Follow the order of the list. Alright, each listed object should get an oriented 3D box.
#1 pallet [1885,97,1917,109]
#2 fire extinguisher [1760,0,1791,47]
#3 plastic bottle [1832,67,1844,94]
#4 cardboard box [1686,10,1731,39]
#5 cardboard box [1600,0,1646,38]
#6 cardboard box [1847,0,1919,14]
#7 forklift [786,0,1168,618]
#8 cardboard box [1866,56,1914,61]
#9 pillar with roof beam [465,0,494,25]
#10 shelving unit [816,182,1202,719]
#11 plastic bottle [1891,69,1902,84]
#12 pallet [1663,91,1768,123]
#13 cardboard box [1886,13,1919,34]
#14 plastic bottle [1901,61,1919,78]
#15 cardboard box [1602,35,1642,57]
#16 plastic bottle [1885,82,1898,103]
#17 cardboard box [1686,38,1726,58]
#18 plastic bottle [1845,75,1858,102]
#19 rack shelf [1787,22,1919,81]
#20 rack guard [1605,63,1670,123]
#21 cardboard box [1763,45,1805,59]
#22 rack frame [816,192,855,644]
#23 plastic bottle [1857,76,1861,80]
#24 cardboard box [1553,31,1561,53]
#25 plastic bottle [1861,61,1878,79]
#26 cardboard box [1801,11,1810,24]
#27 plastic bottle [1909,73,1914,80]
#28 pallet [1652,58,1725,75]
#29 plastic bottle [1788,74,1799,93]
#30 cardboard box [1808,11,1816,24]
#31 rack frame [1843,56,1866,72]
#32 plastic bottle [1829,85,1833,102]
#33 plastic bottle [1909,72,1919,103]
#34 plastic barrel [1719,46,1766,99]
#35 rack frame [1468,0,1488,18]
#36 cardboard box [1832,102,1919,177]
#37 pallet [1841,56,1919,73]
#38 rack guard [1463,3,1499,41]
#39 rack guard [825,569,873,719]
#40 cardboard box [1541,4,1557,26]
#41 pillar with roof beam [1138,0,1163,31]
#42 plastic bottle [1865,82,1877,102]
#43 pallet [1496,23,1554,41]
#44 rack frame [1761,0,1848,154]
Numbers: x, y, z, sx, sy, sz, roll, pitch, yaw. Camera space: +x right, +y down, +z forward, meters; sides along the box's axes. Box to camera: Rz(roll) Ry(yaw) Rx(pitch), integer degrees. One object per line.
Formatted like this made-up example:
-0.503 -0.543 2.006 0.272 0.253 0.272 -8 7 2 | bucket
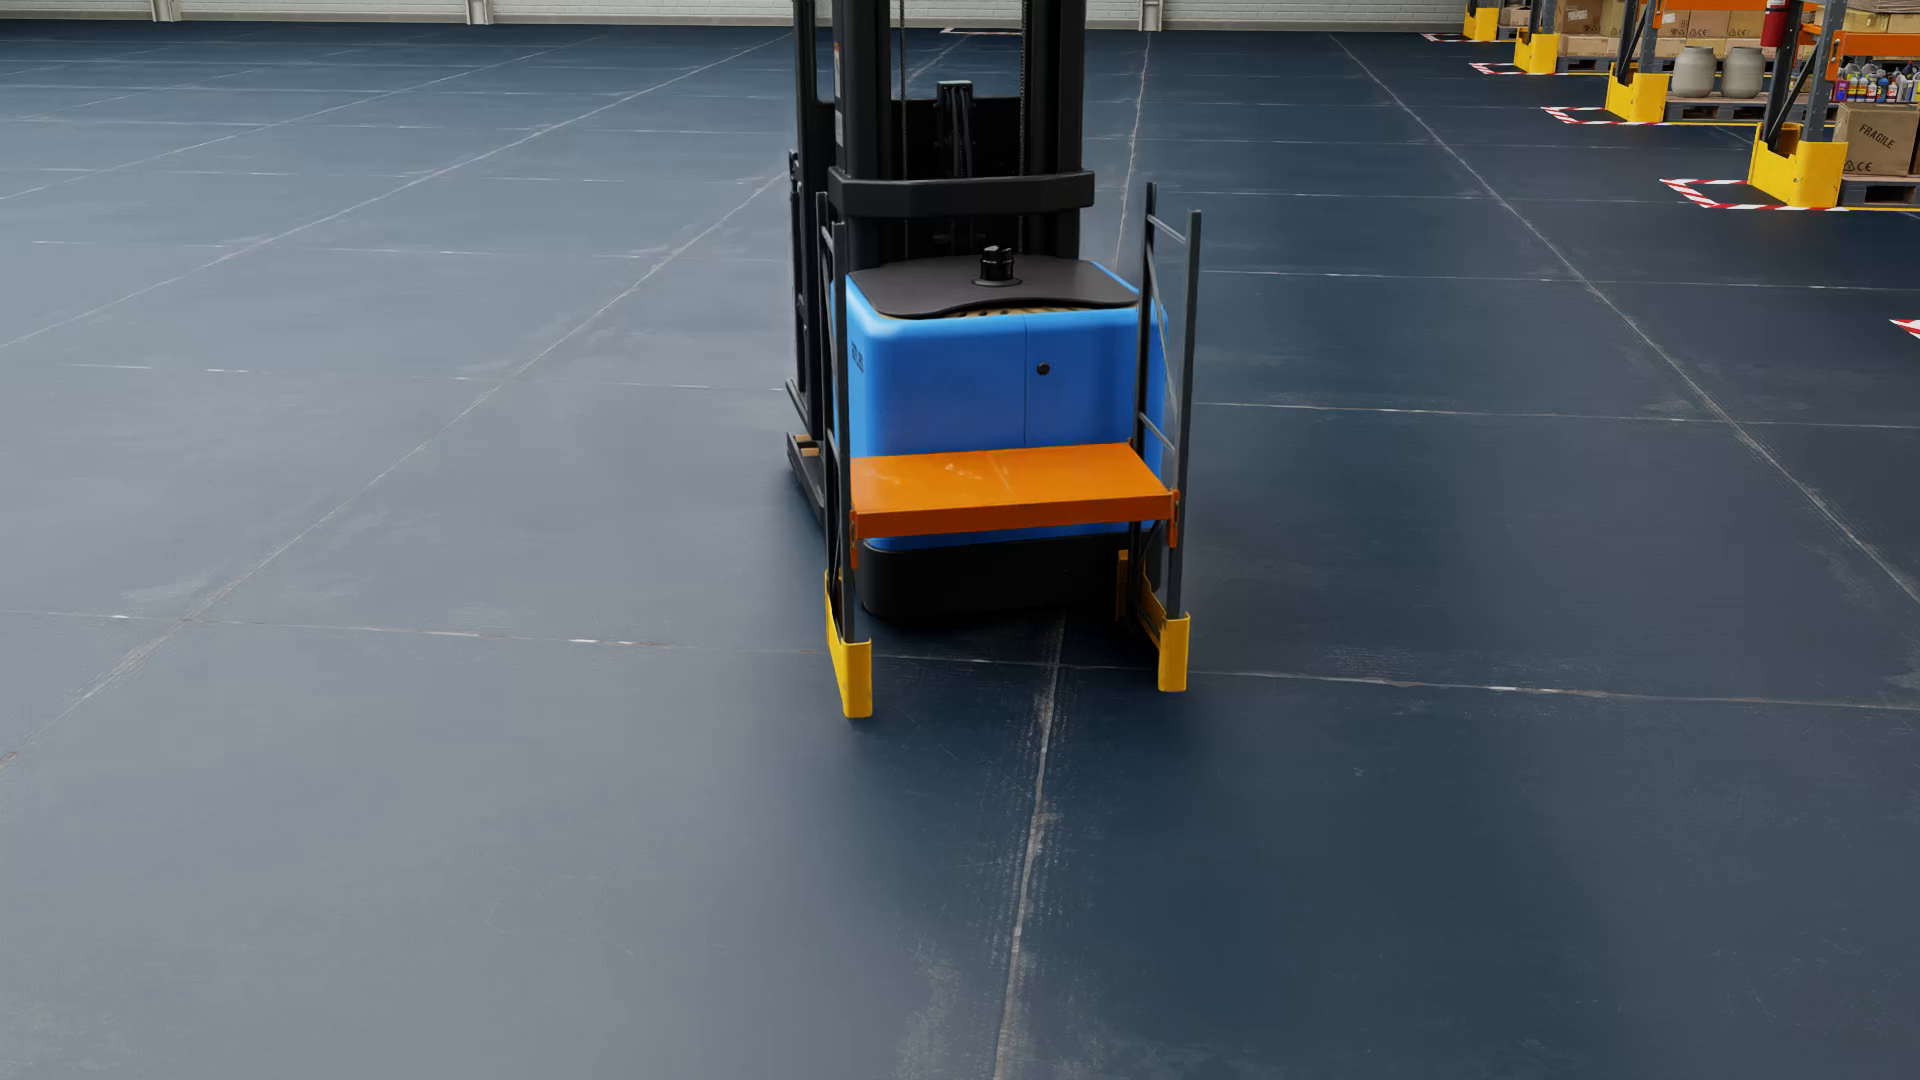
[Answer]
10.585 -4.596 17.778 1.213 0.211 1.003 2 22 6 | pallet
6.633 -4.350 13.469 0.183 0.674 0.296 2 22 6 | fire extinguisher
9.535 -5.013 18.146 0.135 0.276 0.152 2 22 5 | plastic bottle
9.857 -6.925 22.024 0.500 0.500 0.500 2 22 6 | cardboard box
8.865 -6.970 22.138 0.500 0.500 0.500 2 22 6 | cardboard box
7.235 -4.364 12.858 0.500 0.500 0.875 2 22 6 | cardboard box
-0.126 -1.610 6.526 1.130 2.935 3.031 -5 22 -12 | forklift
12.205 -6.465 21.882 0.500 0.250 0.500 2 22 5 | cardboard box
-9.144 -11.921 24.353 0.400 9.000 9.100 2 22 6 | pillar with roof beam
0.135 -0.292 5.134 1.083 1.500 0.587 -4 22 -9 | shelving unit
10.157 -4.971 18.047 0.097 0.271 0.097 0 22 0 | plastic bottle
8.162 -4.701 18.045 1.213 0.211 1.003 2 22 6 | pallet
7.193 -3.979 12.766 0.250 0.149 0.380 2 22 6 | cardboard box
10.307 -5.016 18.051 0.185 0.351 0.144 2 22 4 | plastic bottle
8.865 -6.622 22.277 0.500 0.250 0.500 2 22 6 | cardboard box
9.781 -4.700 17.456 0.097 0.201 0.097 0 22 0 | plastic bottle
9.857 -6.576 22.163 0.500 0.250 0.500 2 22 6 | cardboard box
9.379 -4.750 17.488 0.097 0.271 0.097 0 22 0 | plastic bottle
8.678 -3.792 12.930 4.000 0.370 1.077 2 22 6 | rack shelf
7.356 -4.873 18.085 0.348 0.500 1.175 2 22 6 | rack guard
10.852 -6.539 22.068 0.500 0.250 0.500 2 22 6 | cardboard box
-0.375 -0.259 5.049 0.032 1.500 0.500 -4 22 -9 | rack frame
9.729 -4.927 18.029 0.097 0.201 0.097 0 22 0 | plastic bottle
8.429 -6.831 22.807 0.500 0.250 0.500 2 22 6 | cardboard box
9.885 -5.034 18.098 0.185 0.351 0.144 2 22 6 | plastic bottle
10.852 -6.888 21.932 0.500 0.500 0.500 2 22 6 | cardboard box
10.049 -4.773 17.529 0.133 0.283 0.061 2 22 6 | plastic bottle
9.834 -6.462 22.496 1.213 0.211 1.003 2 22 6 | pallet
9.150 -5.005 18.228 0.097 0.201 0.097 0 22 0 | plastic bottle
11.410 -7.056 22.357 0.500 0.500 0.500 2 22 6 | cardboard box
11.834 -7.657 21.727 0.127 3.000 1.000 2 22 6 | rack frame
9.142 -4.728 17.527 0.097 0.201 0.097 0 22 0 | plastic bottle
10.062 -4.766 17.420 0.185 0.351 0.144 2 22 6 | plastic bottle
8.435 -5.037 17.914 0.421 0.512 0.421 0 22 0 | plastic barrel
8.441 -9.638 26.740 0.127 3.000 1.000 2 22 6 | rack frame
7.310 -3.213 13.315 0.500 0.500 0.500 7 23 16 | cardboard box
12.570 -6.342 22.195 1.213 0.211 1.003 2 22 6 | pallet
8.516 -8.473 27.191 0.348 0.500 1.175 2 22 6 | rack guard
-0.356 0.320 5.286 0.087 0.250 0.587 -4 22 -9 | rack guard
9.684 -8.505 26.932 0.500 0.311 0.500 4 22 11 | cardboard box
2.773 -11.402 23.040 0.400 9.000 9.100 2 22 6 | pillar with roof beam
9.577 -4.709 17.479 0.097 0.201 0.097 0 22 0 | plastic bottle
9.319 -8.290 27.123 1.213 0.211 1.003 2 22 6 | pallet
6.692 -4.213 13.017 0.127 3.000 1.000 2 22 6 | rack frame
